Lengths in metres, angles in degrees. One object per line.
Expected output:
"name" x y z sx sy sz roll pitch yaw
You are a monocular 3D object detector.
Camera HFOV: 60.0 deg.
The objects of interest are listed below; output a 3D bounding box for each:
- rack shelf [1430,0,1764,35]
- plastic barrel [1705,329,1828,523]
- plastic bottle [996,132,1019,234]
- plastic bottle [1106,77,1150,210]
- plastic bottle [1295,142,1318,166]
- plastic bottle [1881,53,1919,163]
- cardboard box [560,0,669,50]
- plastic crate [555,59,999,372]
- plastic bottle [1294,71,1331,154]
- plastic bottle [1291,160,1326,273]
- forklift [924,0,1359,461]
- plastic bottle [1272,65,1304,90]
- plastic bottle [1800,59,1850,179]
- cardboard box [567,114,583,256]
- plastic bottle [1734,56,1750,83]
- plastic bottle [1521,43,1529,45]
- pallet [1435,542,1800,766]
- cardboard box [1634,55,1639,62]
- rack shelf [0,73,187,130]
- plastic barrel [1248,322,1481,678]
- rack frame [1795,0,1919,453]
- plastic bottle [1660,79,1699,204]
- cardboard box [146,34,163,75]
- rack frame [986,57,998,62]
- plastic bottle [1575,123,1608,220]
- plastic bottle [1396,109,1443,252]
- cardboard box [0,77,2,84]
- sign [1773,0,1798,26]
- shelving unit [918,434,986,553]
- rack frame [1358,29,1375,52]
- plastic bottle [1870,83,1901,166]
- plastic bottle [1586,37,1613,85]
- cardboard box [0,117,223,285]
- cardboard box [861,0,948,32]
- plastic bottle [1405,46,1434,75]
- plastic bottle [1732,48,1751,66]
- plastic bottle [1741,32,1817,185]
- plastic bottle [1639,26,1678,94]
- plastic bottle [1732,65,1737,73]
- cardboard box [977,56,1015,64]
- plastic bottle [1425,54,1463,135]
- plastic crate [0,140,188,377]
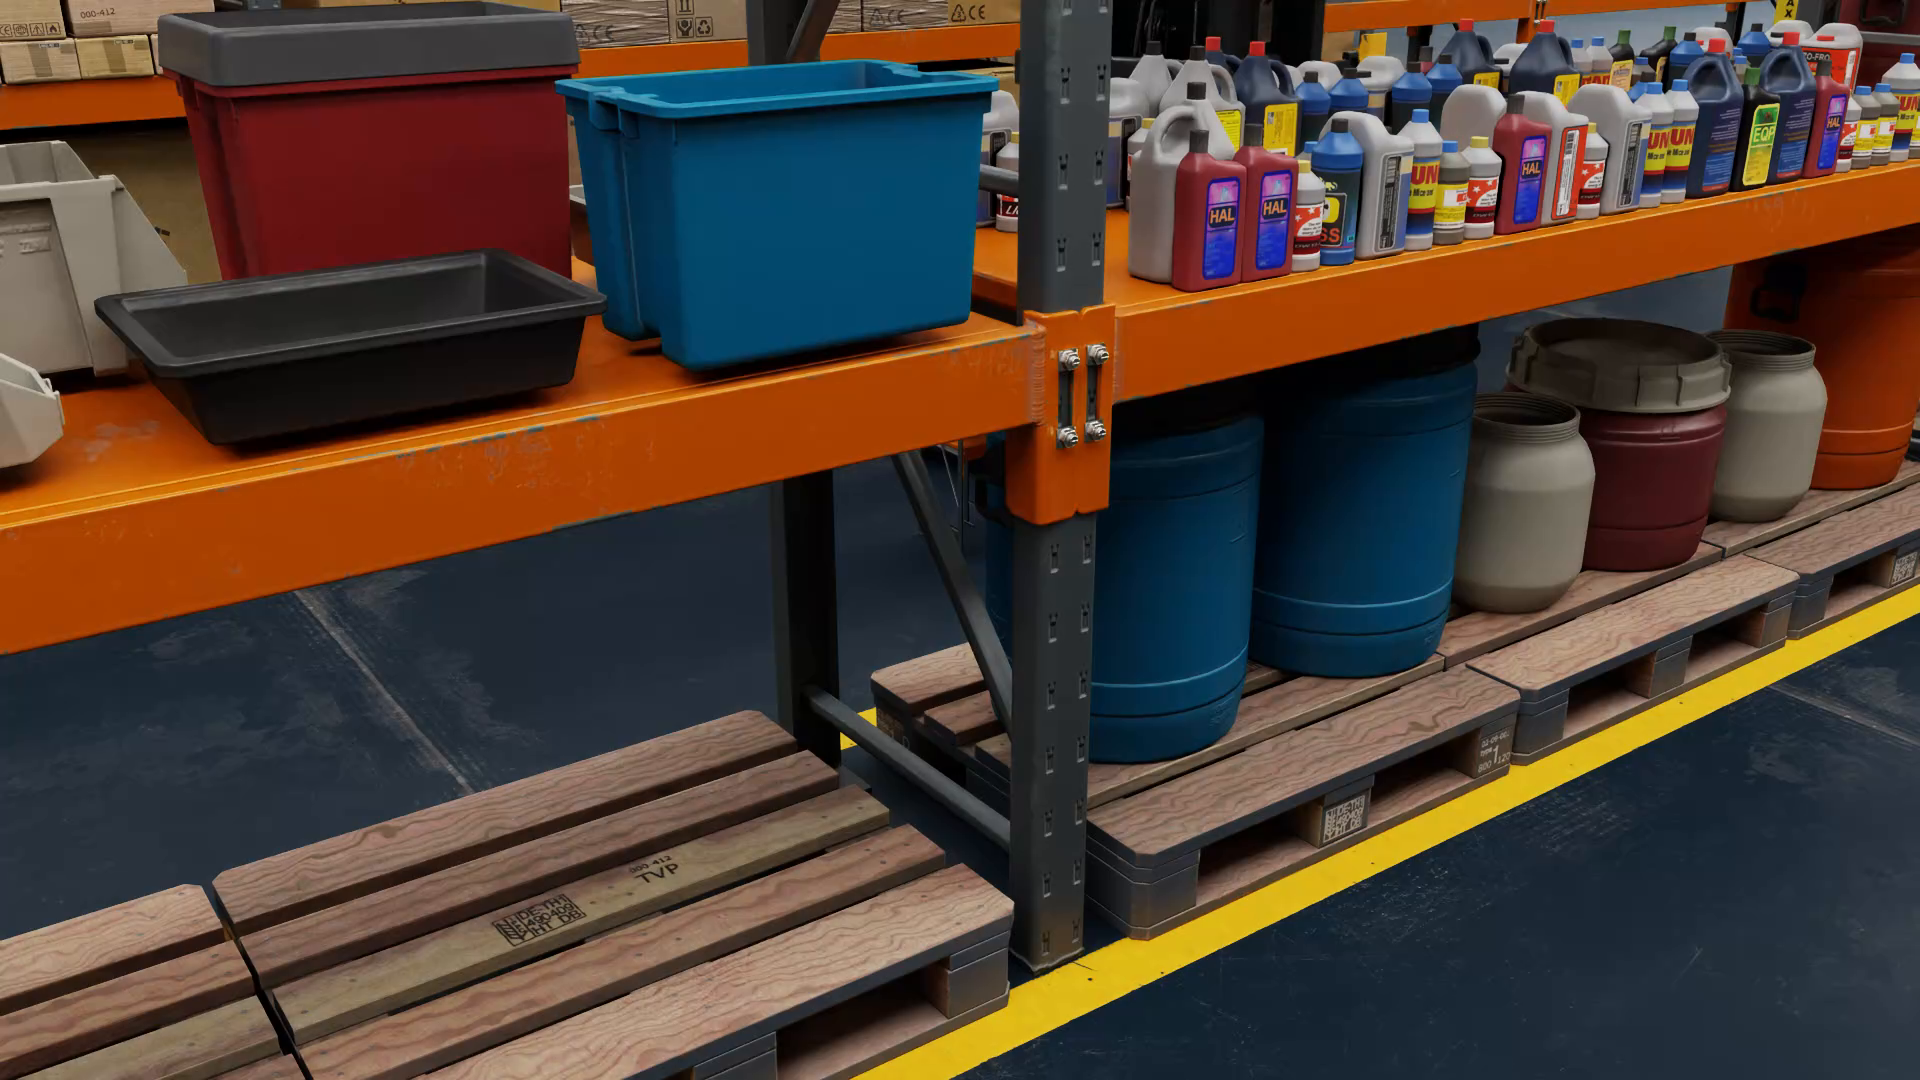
"rack shelf" 5.130 -4.022 12.399 4.000 0.370 1.077 -15 26 -33
"plastic barrel" 2.359 -0.347 5.008 0.421 0.512 0.421 0 22 0
"plastic bottle" 0.124 -0.758 3.517 0.097 0.201 0.097 0 22 0
"plastic bottle" 0.333 -0.905 3.786 0.135 0.276 0.152 -15 26 -33
"plastic bottle" 0.713 -0.707 3.390 0.097 0.201 0.097 0 22 0
"plastic bottle" 2.465 -1.138 4.374 0.097 0.271 0.097 0 22 0
"cardboard box" -1.654 -2.480 7.428 0.500 0.500 0.500 -16 27 -34
"plastic crate" -0.274 -0.518 2.588 0.575 0.384 0.392 -15 26 -33
"plastic bottle" 0.830 -0.979 3.976 0.097 0.271 0.097 0 22 0
"plastic bottle" 0.643 -0.620 3.170 0.097 0.201 0.097 0 22 0
"forklift" 0.978 -2.030 6.528 1.130 2.935 3.031 13 25 29
"plastic bottle" 0.742 -1.015 4.059 0.135 0.276 0.152 -15 26 -33
"plastic bottle" 2.145 -1.050 4.137 0.133 0.283 0.061 -15 26 -33
"cardboard box" -1.755 -1.738 8.005 0.875 0.875 1.225 -16 27 -35
"plastic bottle" 2.325 -1.345 4.988 0.097 0.201 0.097 0 22 0
"plastic bottle" 1.565 -1.244 4.641 0.097 0.271 0.097 0 22 0
"pallet" 1.547 0.174 4.676 1.213 0.211 1.003 -15 26 -33
"cardboard box" 5.252 -3.423 12.734 0.500 0.500 0.500 -12 25 -28
"rack shelf" -4.611 -1.425 5.890 4.000 0.370 1.077 -15 26 -33
"plastic barrel" 0.932 -0.188 4.084 0.708 0.901 0.600 -15 26 -33
"rack frame" 3.152 -1.567 5.277 0.127 3.000 1.000 -15 26 -33
"plastic bottle" 1.633 -0.916 3.818 0.097 0.271 0.097 0 22 0
"cardboard box" -3.044 -1.910 6.475 0.250 0.149 0.380 -15 26 -33
"rack frame" 0.260 -3.057 9.011 0.127 3.000 1.000 -15 26 -33
"plastic bottle" 1.365 -0.812 3.652 0.097 0.201 0.097 0 22 0
"plastic bottle" 0.911 -0.723 3.335 0.097 0.271 0.097 0 22 0
"cardboard box" -3.670 -1.743 6.057 0.250 0.149 0.380 -14 26 -32
"sign" 2.825 -1.807 5.657 0.005 0.325 0.100 -15 26 -33
"shelving unit" 0.012 -0.560 5.182 0.189 1.200 0.258 -15 26 -33
"rack frame" 3.939 -6.303 17.145 0.127 3.000 1.000 -15 26 -33
"plastic bottle" 2.386 -1.084 4.334 0.097 0.201 0.097 0 22 0
"plastic bottle" 1.831 -1.315 4.819 0.097 0.271 0.097 0 22 0
"cardboard box" -3.570 -1.281 6.859 0.875 0.875 0.875 -15 26 -33
"cardboard box" -0.404 -2.816 8.272 0.500 0.500 0.500 -15 26 -33
"plastic bottle" 1.201 -1.161 4.416 0.133 0.283 0.061 -15 26 -33
"plastic bottle" 2.423 -1.441 5.227 0.097 0.201 0.097 0 22 0
"plastic bottle" 1.992 -1.059 4.070 0.185 0.351 0.144 -15 26 -33
"plastic bottle" 2.101 -1.401 5.018 0.133 0.283 0.061 -15 26 -33
"plastic bottle" 1.851 -0.999 4.010 0.133 0.283 0.061 -15 26 -33
"cardboard box" 0.241 -4.426 14.909 0.750 0.750 1.050 -15 26 -33
"plastic bottle" 1.262 -1.136 4.369 0.097 0.271 0.097 0 22 0
"plastic crate" -1.442 -0.399 2.428 0.530 0.282 0.437 -15 26 -33
